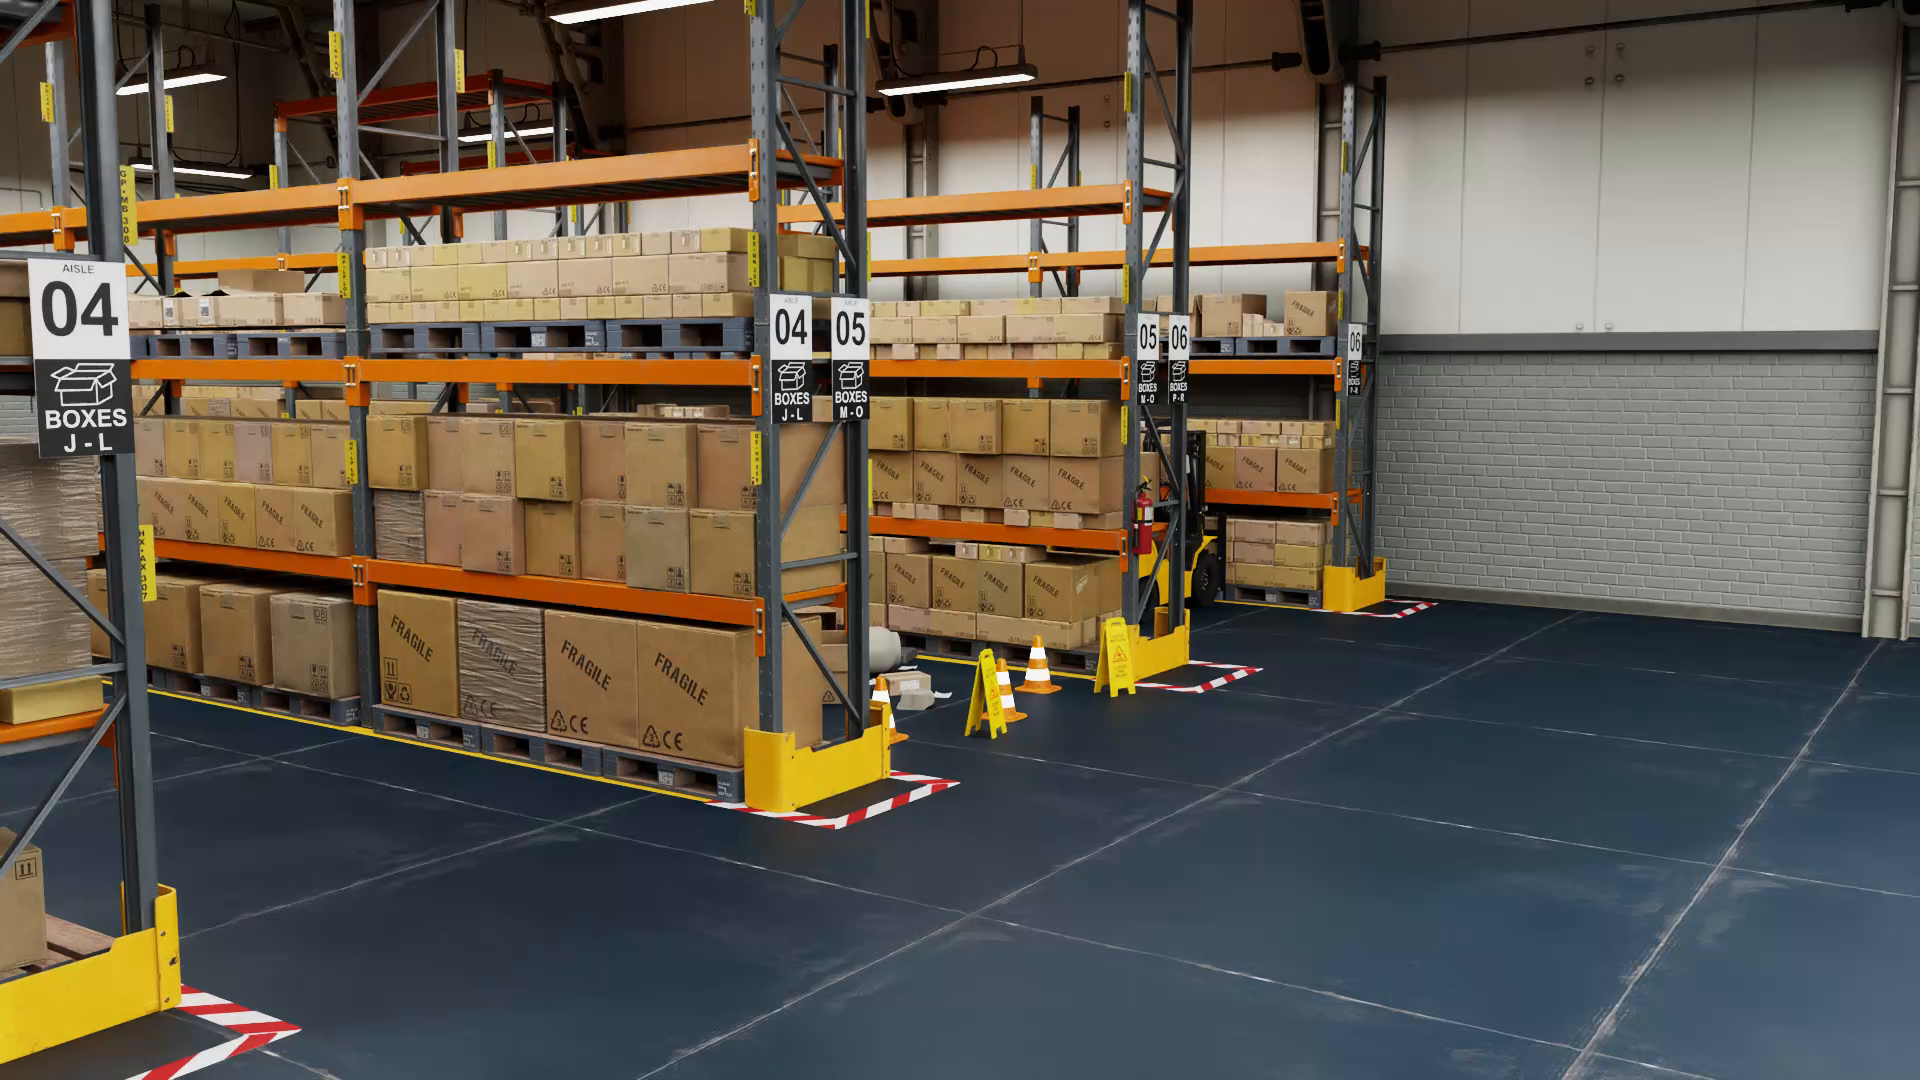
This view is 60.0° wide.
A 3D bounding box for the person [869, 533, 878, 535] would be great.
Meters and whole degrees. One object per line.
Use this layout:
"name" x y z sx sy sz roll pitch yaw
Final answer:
"person" -0.943 -0.111 18.593 0.571 1.798 0.640 3 7 25
